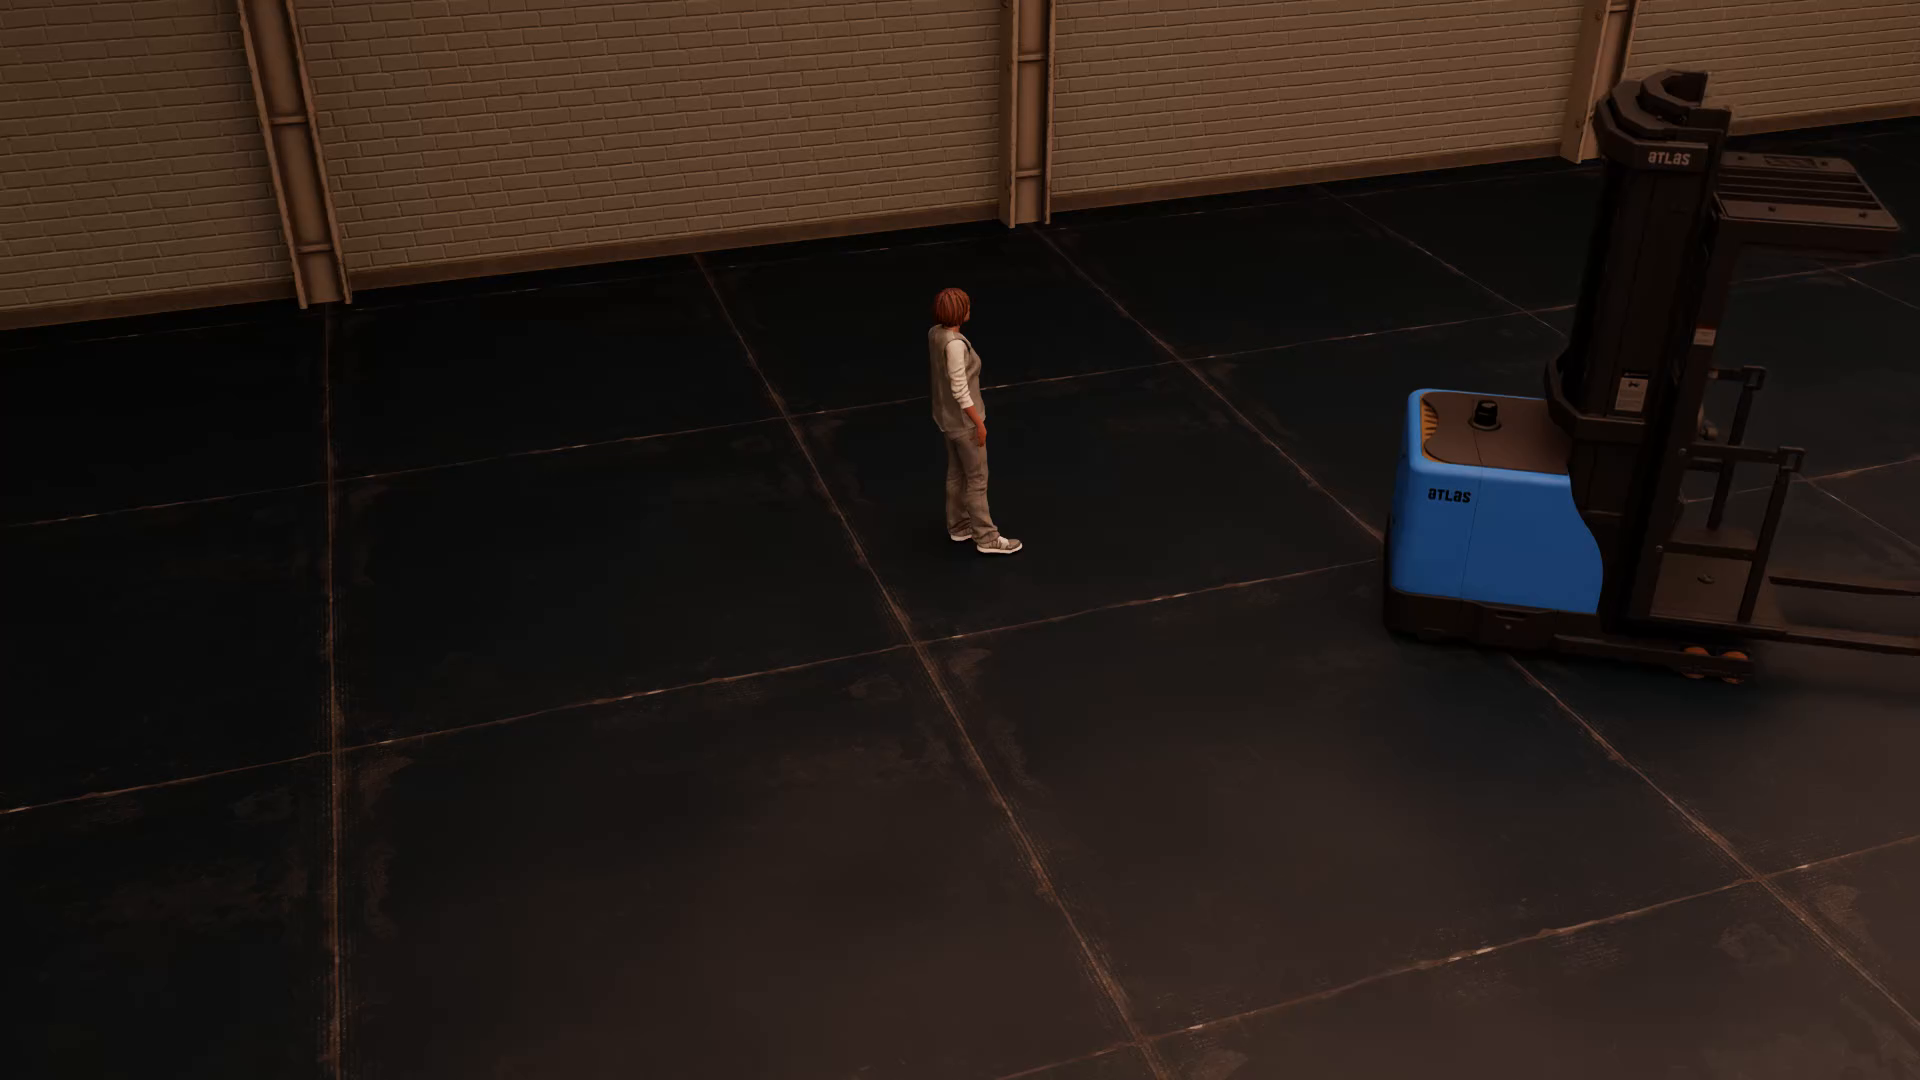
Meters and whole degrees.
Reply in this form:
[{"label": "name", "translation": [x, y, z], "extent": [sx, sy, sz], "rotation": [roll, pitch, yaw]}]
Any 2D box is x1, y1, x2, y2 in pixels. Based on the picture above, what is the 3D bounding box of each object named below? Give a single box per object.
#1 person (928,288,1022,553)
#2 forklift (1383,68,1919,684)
[{"label": "person", "translation": [0.075, -0.704, 9.634], "extent": [0.473, 1.599, 0.521], "rotation": [-10, 31, -16]}, {"label": "forklift", "translation": [3.892, -0.810, 8.495], "extent": [3.031, 2.935, 1.130], "rotation": [6, 31, 11]}]
